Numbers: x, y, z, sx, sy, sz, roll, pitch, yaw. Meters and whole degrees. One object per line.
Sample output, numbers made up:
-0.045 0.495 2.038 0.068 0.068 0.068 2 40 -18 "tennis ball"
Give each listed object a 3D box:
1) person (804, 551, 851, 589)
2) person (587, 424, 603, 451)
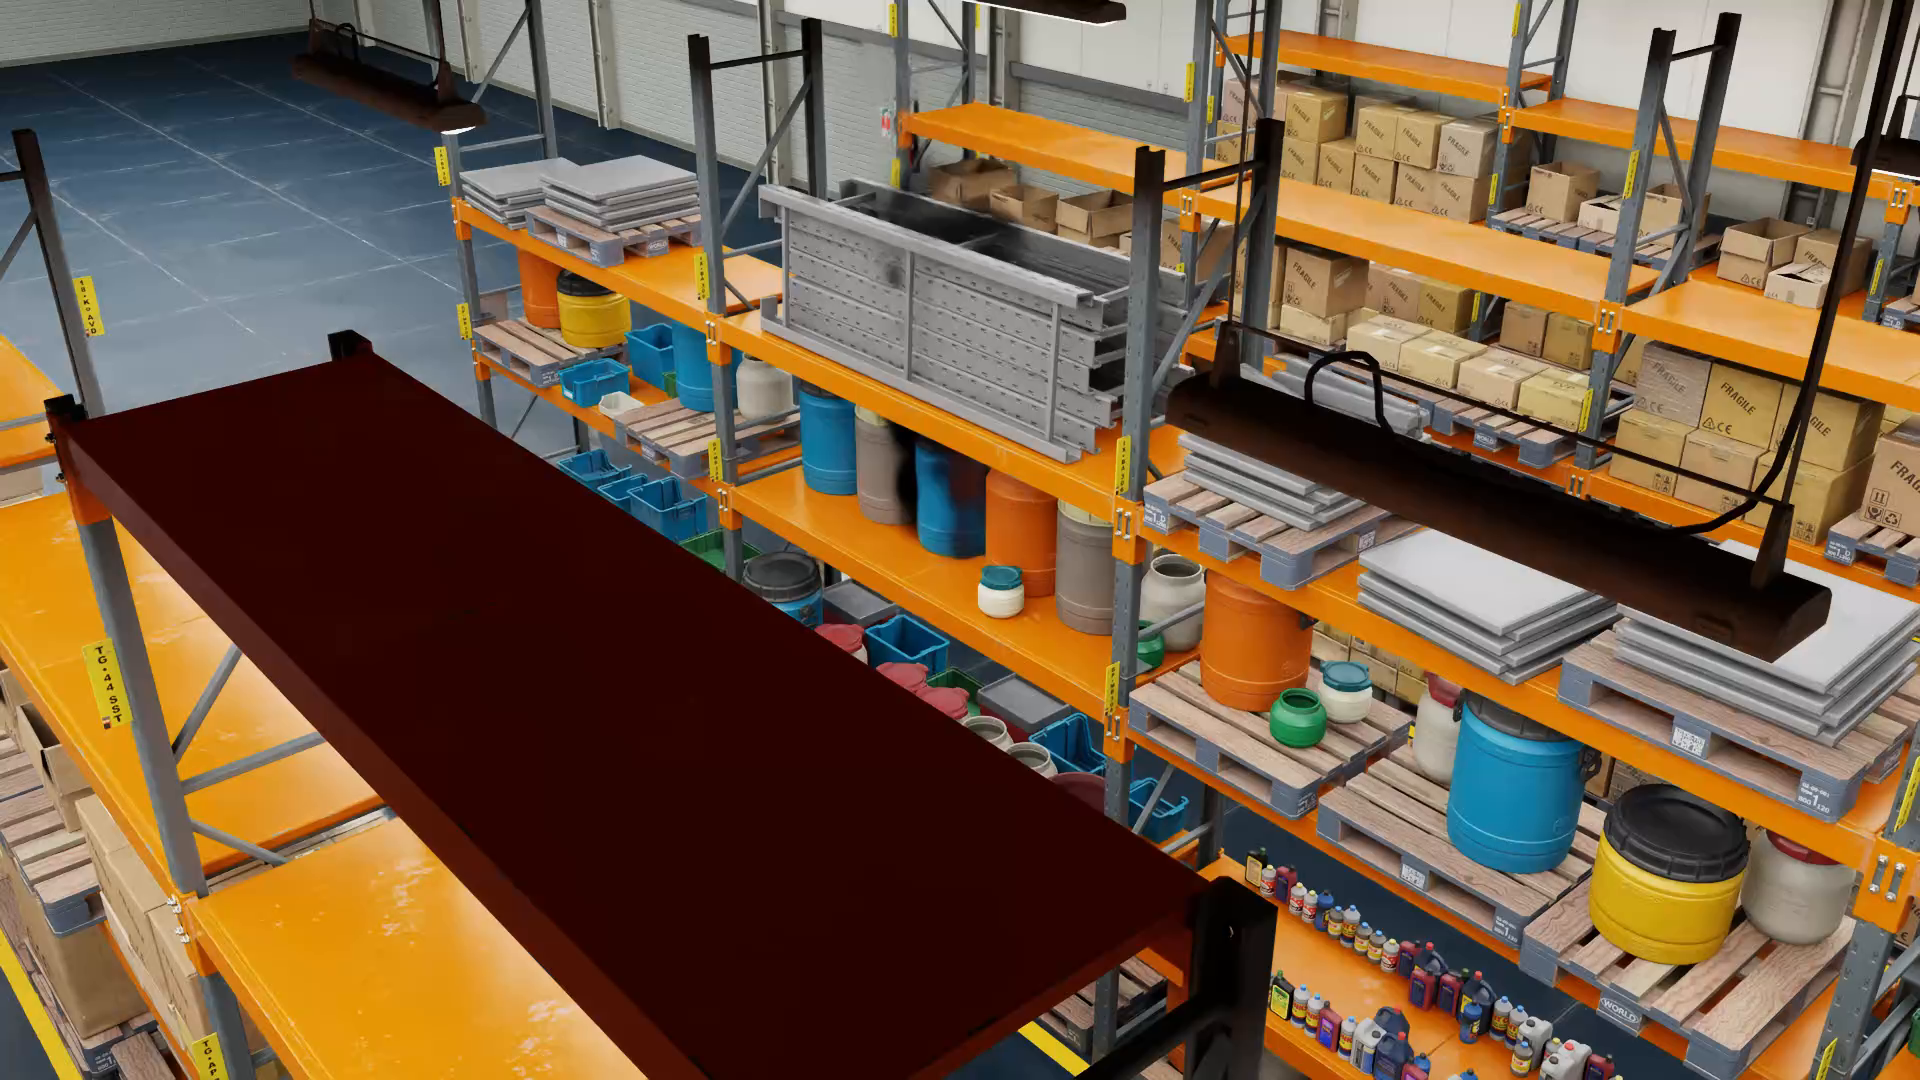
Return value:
-1.122 0.320 14.914 0.966 1.764 0.685 23 35 38 "person"
-4.149 -1.708 19.156 0.643 1.625 0.617 -9 28 -16 "person"
